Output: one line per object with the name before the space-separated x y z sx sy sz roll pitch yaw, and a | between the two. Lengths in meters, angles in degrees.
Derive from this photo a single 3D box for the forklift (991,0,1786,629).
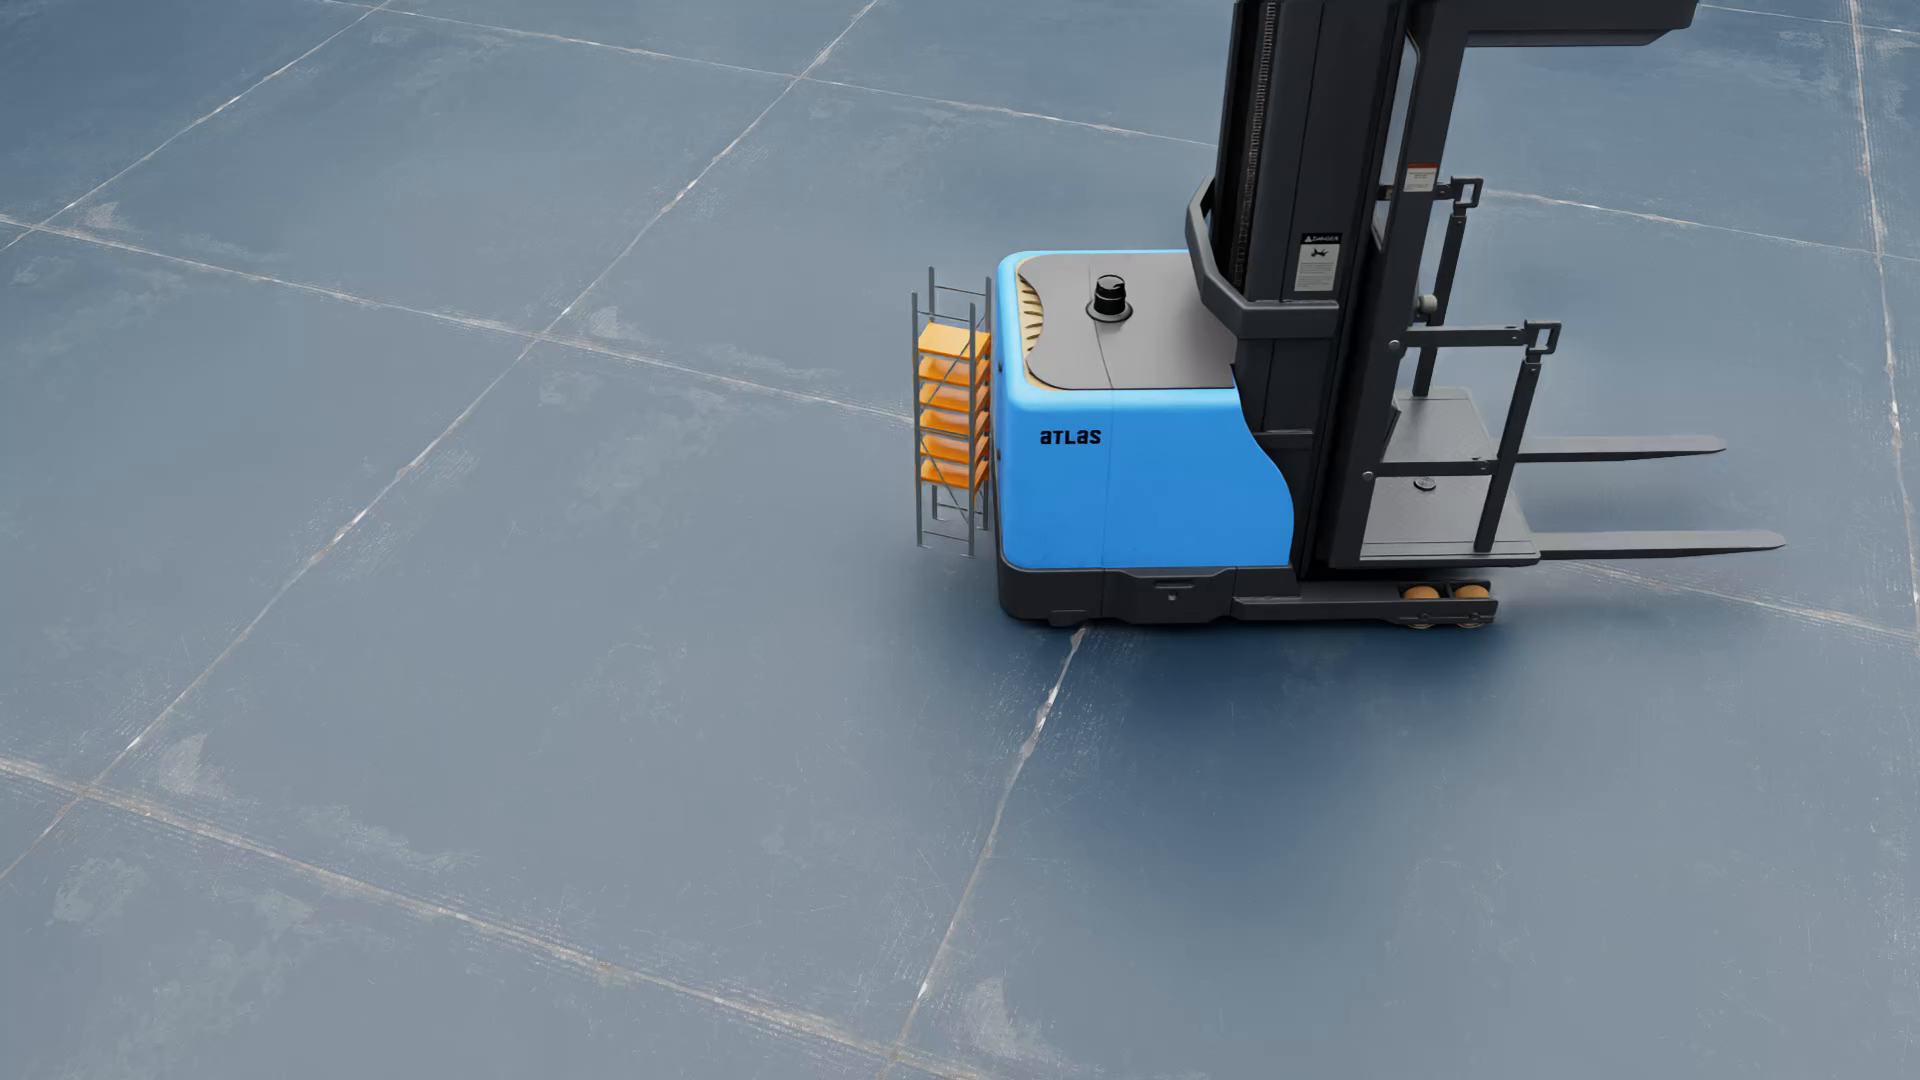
forklift | 1.656 -1.122 5.807 3.031 2.935 1.130 -1 40 -1

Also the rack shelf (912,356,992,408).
rack shelf | -0.029 -0.611 6.241 0.258 0.103 0.180 12 42 14

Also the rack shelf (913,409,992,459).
rack shelf | -0.029 -0.429 6.397 0.258 0.103 0.180 12 42 14

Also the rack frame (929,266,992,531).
rack frame | 0.000 -0.519 6.434 0.240 1.200 0.006 12 42 14

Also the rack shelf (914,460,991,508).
rack shelf | -0.029 -0.246 6.552 0.258 0.103 0.180 12 42 14

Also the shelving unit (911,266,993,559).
shelving unit | -0.029 -0.463 6.368 0.258 1.200 0.189 12 42 14

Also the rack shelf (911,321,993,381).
rack shelf | -0.029 -0.703 6.163 0.258 0.103 0.180 12 42 14

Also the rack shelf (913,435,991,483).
rack shelf | -0.029 -0.337 6.474 0.258 0.103 0.180 12 42 14

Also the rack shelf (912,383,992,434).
rack shelf | -0.029 -0.520 6.319 0.258 0.103 0.180 12 42 14

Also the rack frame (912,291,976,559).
rack frame | -0.059 -0.406 6.302 0.240 1.200 0.006 12 42 14
